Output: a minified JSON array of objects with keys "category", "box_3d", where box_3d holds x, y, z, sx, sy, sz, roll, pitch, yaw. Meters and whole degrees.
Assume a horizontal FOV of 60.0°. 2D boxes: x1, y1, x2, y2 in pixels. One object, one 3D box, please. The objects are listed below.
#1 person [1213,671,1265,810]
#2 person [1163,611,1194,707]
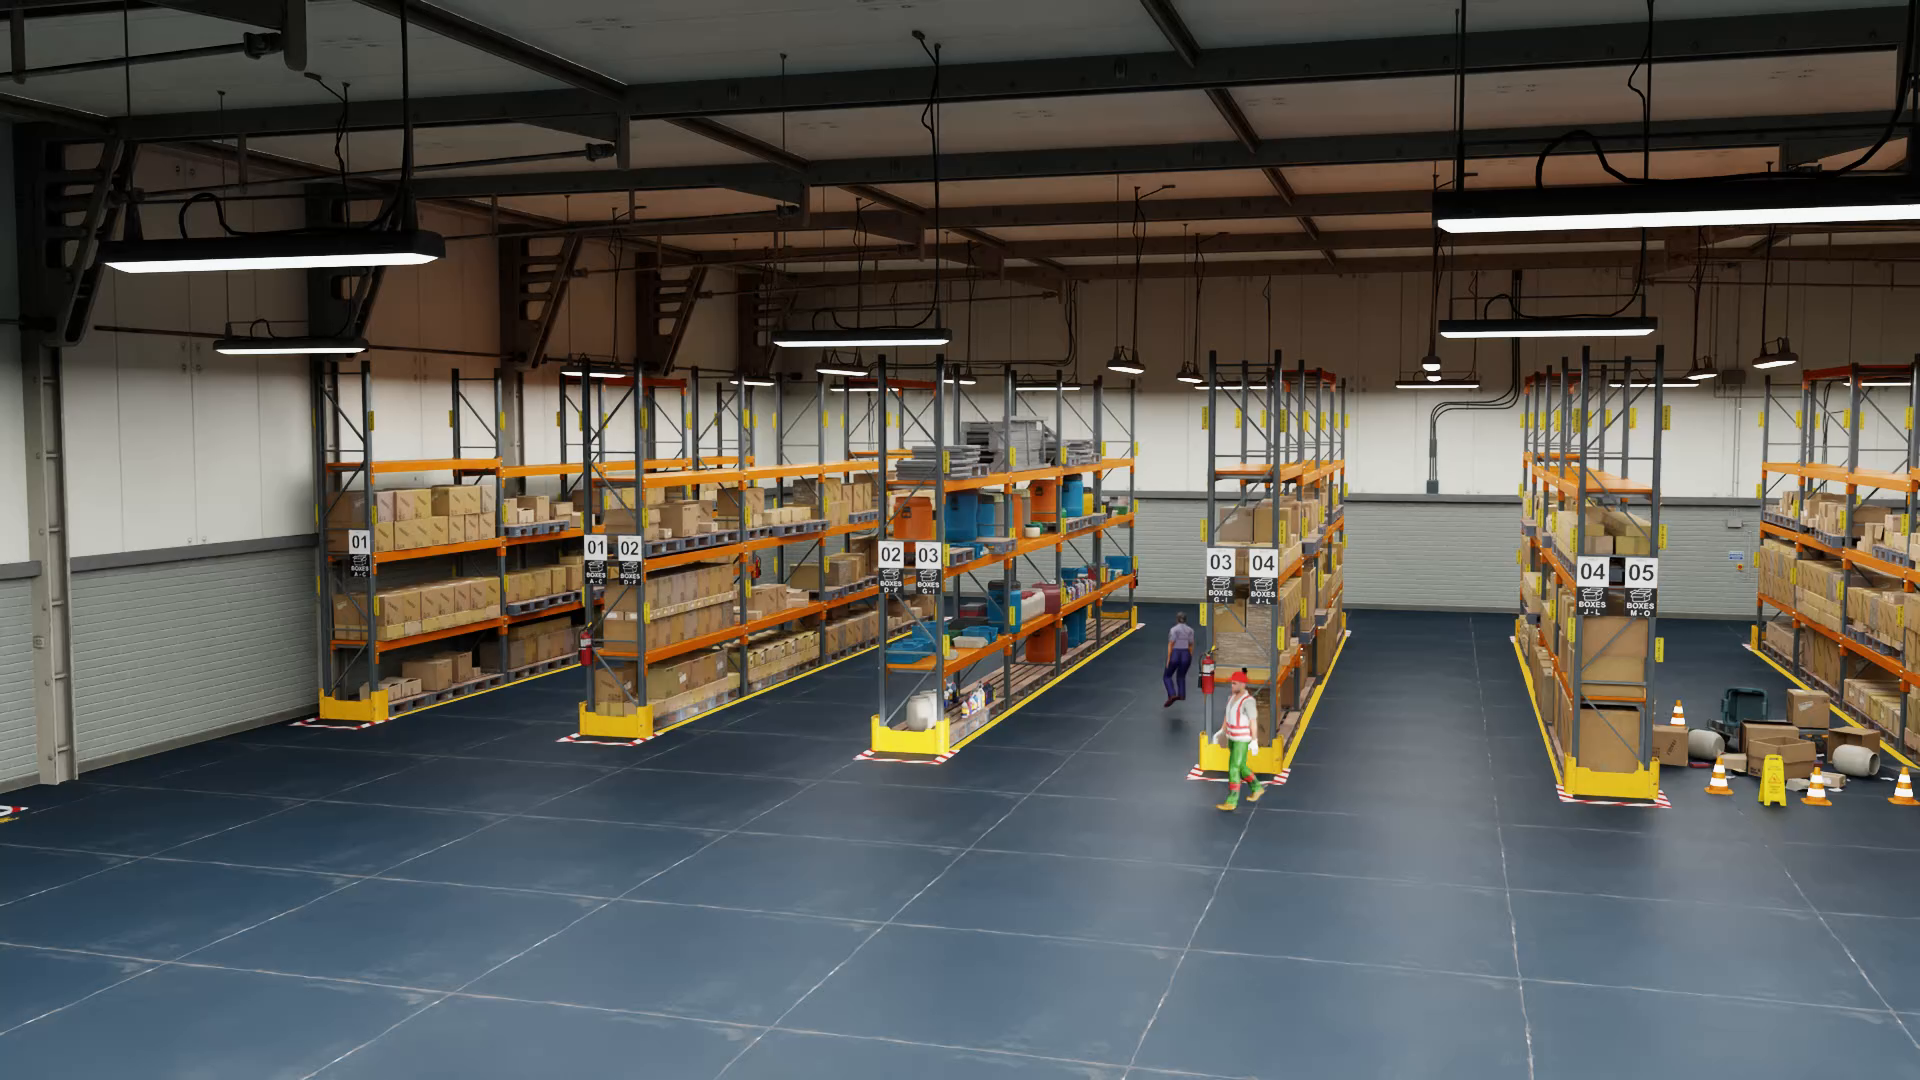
[{"category":"person","box_3d":[3.645,2.582,21.542,0.862,1.775,0.528,-1,4,-18]},{"category":"person","box_3d":[3.704,2.016,28.149,0.538,1.616,0.471,0,4,-7]}]
